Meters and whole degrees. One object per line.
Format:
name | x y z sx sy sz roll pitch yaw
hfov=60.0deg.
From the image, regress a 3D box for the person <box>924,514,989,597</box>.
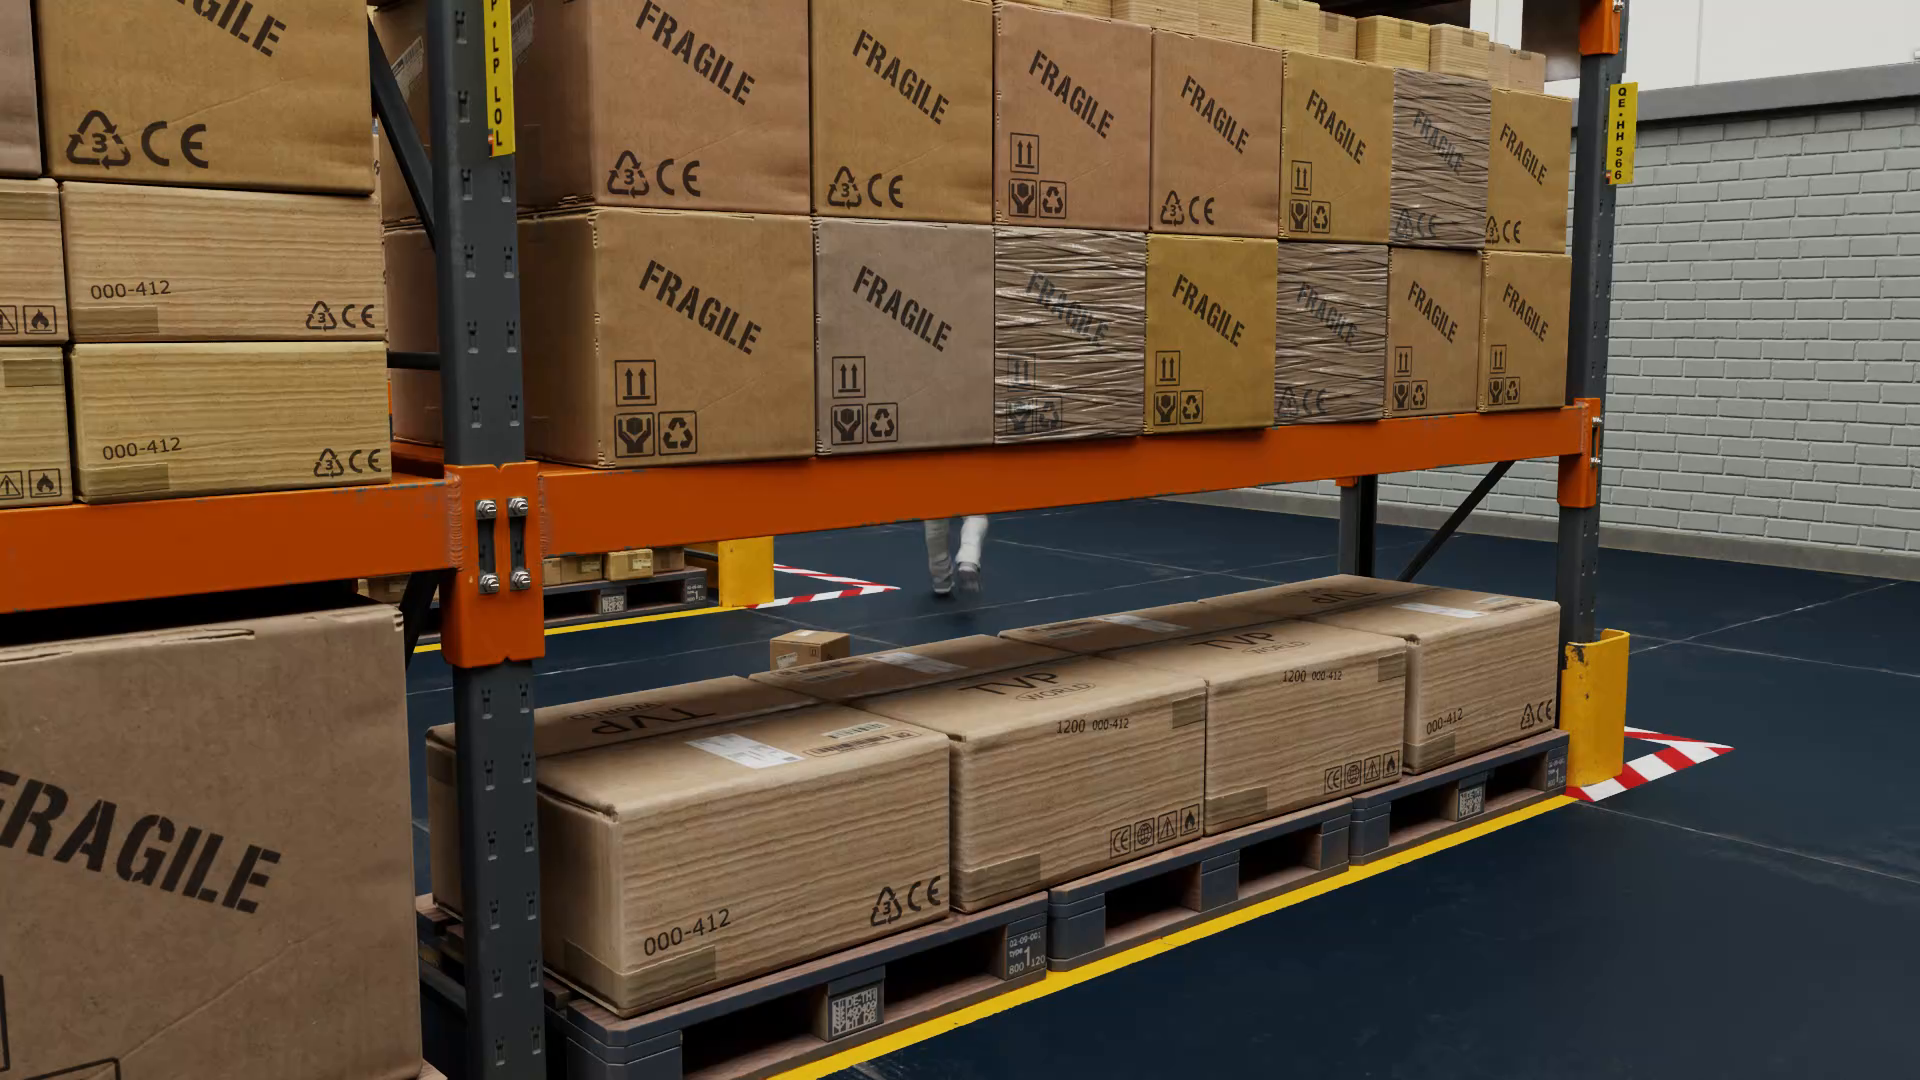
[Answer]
person | -0.072 -0.469 9.289 0.471 1.611 0.908 1 8 5
